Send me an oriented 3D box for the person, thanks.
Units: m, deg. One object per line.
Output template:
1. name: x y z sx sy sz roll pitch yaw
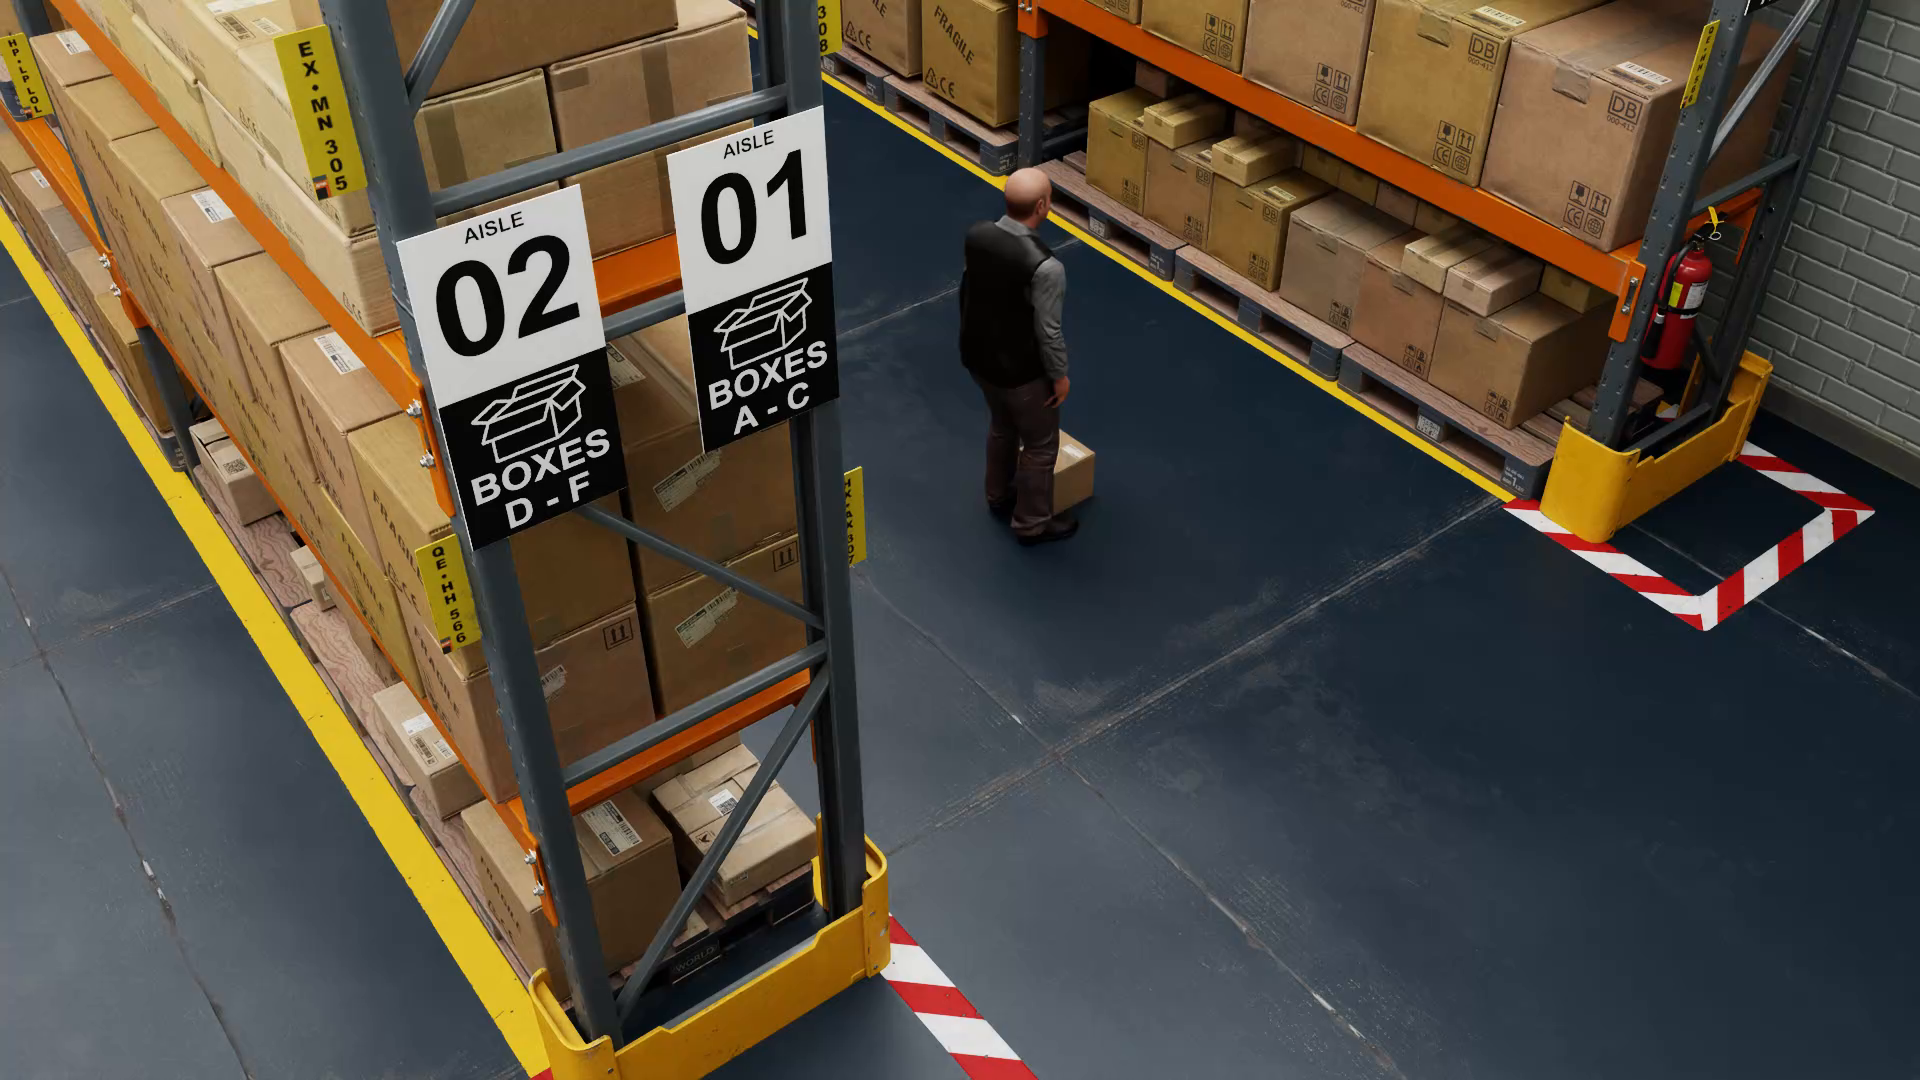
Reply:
1. person: 0.243 -0.772 7.095 0.475 1.719 0.581 -29 48 -30
